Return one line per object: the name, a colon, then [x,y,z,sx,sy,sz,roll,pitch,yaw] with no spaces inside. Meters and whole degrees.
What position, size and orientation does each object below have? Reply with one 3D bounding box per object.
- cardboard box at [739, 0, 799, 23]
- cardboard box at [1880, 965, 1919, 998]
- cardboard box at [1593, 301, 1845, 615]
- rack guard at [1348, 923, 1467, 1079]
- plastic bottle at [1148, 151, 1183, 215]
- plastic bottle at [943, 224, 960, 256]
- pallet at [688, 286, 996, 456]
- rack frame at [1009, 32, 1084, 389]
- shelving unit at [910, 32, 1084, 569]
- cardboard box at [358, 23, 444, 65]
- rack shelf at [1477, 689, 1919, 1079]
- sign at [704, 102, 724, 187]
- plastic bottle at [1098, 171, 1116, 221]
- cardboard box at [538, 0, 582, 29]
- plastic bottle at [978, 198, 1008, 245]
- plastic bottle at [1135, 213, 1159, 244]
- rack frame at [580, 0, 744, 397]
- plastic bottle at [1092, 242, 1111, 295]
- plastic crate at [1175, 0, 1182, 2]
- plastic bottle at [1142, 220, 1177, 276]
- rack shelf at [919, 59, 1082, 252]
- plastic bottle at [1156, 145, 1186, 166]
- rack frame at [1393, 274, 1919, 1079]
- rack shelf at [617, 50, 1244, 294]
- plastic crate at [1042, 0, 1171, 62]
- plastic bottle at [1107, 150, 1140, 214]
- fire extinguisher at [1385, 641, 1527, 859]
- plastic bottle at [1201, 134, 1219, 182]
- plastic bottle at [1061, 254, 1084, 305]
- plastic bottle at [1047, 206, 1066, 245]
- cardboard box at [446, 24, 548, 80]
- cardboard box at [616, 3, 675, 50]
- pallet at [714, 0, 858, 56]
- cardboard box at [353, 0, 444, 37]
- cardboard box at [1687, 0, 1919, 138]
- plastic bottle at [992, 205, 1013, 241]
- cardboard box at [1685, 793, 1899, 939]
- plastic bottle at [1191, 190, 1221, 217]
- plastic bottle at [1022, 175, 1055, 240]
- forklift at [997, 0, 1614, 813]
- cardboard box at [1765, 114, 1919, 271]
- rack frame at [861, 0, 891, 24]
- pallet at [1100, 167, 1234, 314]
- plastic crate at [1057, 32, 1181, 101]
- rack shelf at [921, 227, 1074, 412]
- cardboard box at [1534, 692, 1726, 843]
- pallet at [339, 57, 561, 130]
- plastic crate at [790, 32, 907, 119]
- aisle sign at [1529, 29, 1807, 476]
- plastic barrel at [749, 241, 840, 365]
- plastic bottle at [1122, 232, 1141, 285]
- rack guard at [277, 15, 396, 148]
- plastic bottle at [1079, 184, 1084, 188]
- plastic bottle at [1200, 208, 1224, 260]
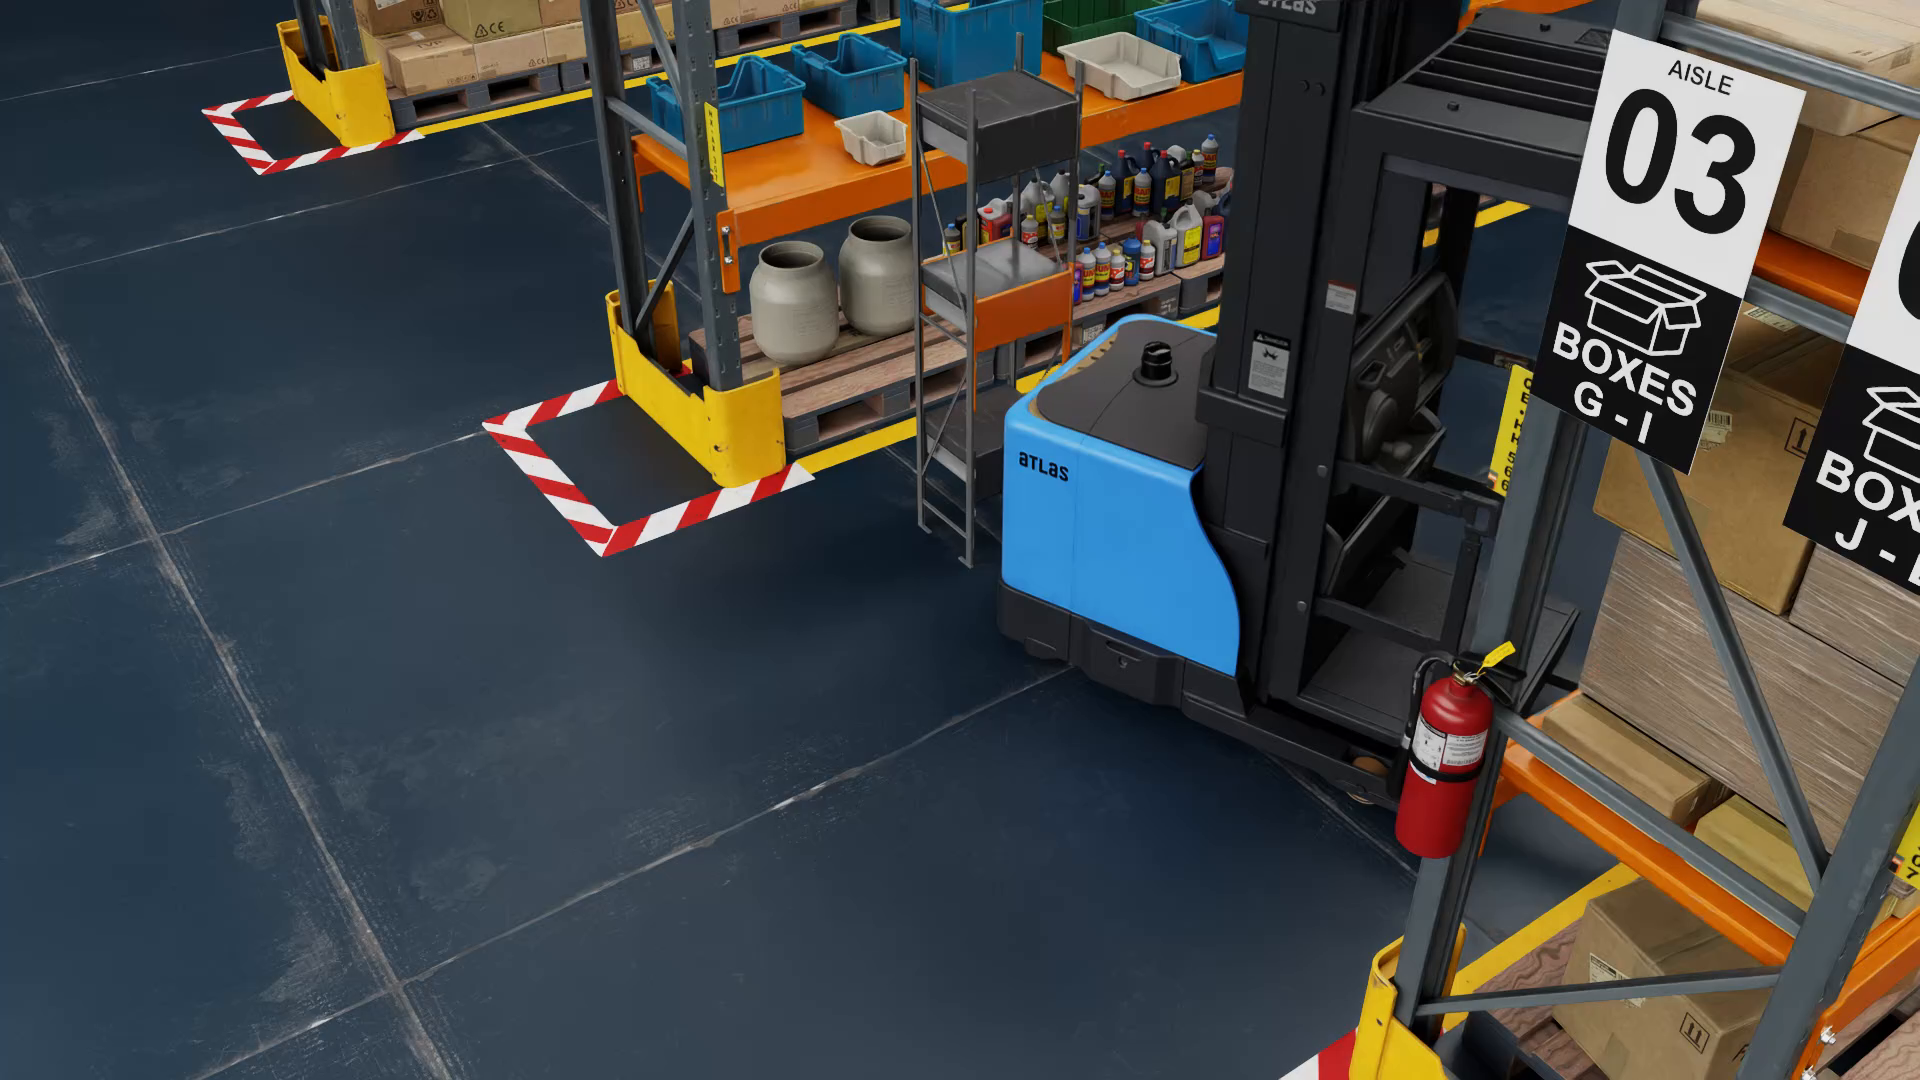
cardboard box: [-1.543,-4.069,12.334,0.500,0.250,0.500,-22,41,-28]
cardboard box: [2.548,1.061,4.987,0.500,0.500,0.500,-12,37,-16]
cardboard box: [1.866,-0.234,3.810,0.500,0.500,0.500,-22,41,-28]
rack guard: [1.621,1.625,4.562,0.348,0.500,1.175,-22,41,-28]
plastic bottle: [1.159,-2.034,9.401,0.185,0.351,0.144,-22,41,-28]
plastic bottle: [-0.046,-1.597,8.922,0.097,0.201,0.097,0,36,0]
pallet: [-0.592,-0.915,8.341,1.213,0.211,1.003,-22,41,-28]
rack frame: [0.335,-0.990,6.828,0.015,2.100,0.400,-22,41,-28]
shelving unit: [0.135,-0.908,6.714,0.503,2.100,0.431,-22,41,-28]
cardboard box: [-3.877,-3.469,11.499,0.500,0.250,0.500,-22,41,-28]
rack shelf: [3.194,0.255,4.942,4.000,0.370,1.077,-22,41,-28]
sign: [-0.981,-1.576,6.636,0.005,0.325,0.100,-22,41,-28]
plastic bottle: [0.823,-1.940,9.338,0.097,0.271,0.097,0,36,0]
cardboard box: [-2.769,-3.869,11.414,0.500,0.500,0.500,-22,41,-28]
plastic bottle: [0.176,-1.699,9.000,0.135,0.276,0.152,-22,41,-28]
plastic bottle: [0.997,-1.620,8.883,0.133,0.283,0.061,-22,41,-28]
rack frame: [-1.294,-1.728,7.083,0.127,3.000,1.000,-22,41,-28]
plastic bottle: [0.729,-1.409,8.600,0.097,0.271,0.097,0,36,0]
plastic crate: [1.474,-2.933,8.812,0.504,0.338,0.767,-22,41,-28]
plastic bottle: [1.059,-1.566,8.814,0.135,0.276,0.152,-22,41,-27]
rack shelf: [0.135,-1.465,6.314,0.480,0.518,0.431,-22,41,-28]
plastic bottle: [1.214,-2.126,9.593,0.135,0.276,0.152,-21,41,-26]
rack frame: [1.559,0.636,3.797,0.127,3.000,1.000,-22,41,-28]
rack shelf: [0.340,-2.109,8.229,4.000,0.370,1.077,-22,41,-28]
plastic crate: [0.703,-2.665,8.568,0.662,0.188,0.450,-22,41,-28]
plastic bottle: [0.922,-2.040,9.409,0.185,0.351,0.144,-24,42,-30]
fire extinguisher: [1.200,0.486,4.072,0.183,0.674,0.296,-22,41,-28]
plastic bottle: [1.462,-2.246,9.764,0.097,0.271,0.097,0,36,0]
plastic bottle: [0.563,-1.332,8.483,0.133,0.283,0.061,-22,41,-27]
plastic bottle: [0.528,-1.730,9.107,0.097,0.201,0.097,0,36,0]
cardboard box: [-3.172,-3.392,11.392,0.500,0.250,0.500,-22,41,-28]
cardboard box: [-2.351,-3.725,11.856,0.500,0.250,0.500,-22,41,-28]
pallet: [-1.549,-4.059,12.713,1.213,0.211,1.003,-22,41,-28]
cardboard box: [-3.878,-3.774,11.282,0.500,0.500,0.500,-22,41,-28]
cardboard box: [1.606,-0.925,3.185,0.250,0.149,0.380,-22,41,-28]
plastic bottle: [0.238,-1.652,8.927,0.133,0.283,0.061,-22,41,-28]
cardboard box: [1.929,0.756,3.845,0.250,0.149,0.380,-22,41,-28]
plastic bottle: [1.352,-1.790,9.125,0.135,0.276,0.152,-22,41,-28]
plastic bottle: [0.423,-1.834,9.123,0.185,0.351,0.144,-21,41,-26]
forklift: [1.656,-0.540,5.491,3.031,2.935,1.130,21,41,27]
cardboard box: [1.807,-0.804,3.359,0.500,0.250,0.500,-21,41,-27]
rack frame: [-0.875,-5.439,12.243,0.127,3.000,1.000,-22,41,-28]
pallet: [1.402,-1.735,9.482,1.213,0.211,1.003,-22,41,-28]
plastic crate: [0.794,-2.299,8.104,0.437,0.136,0.530,-22,41,-28]
rack shelf: [0.135,-0.897,6.722,0.480,0.518,0.431,-22,41,-28]
cardboard box: [1.673,0.544,4.140,0.250,0.149,0.380,-22,41,-28]
pallet: [-3.544,-3.238,11.572,1.213,0.211,1.003,-22,41,-28]
plastic crate: [-0.523,-2.194,7.859,0.408,0.251,0.499,-22,41,-28]
aisle sign: [1.335,-0.542,3.208,0.004,0.787,0.394,-22,41,-28]
plastic barrel: [-0.800,-1.146,8.046,0.421,0.512,0.421,0,36,0]
plastic bottle: [0.895,-1.477,8.695,0.097,0.271,0.097,0,36,0]
rack guard: [-4.164,-3.070,11.091,0.348,0.500,1.175,-22,41,-28]
plastic bottle: [0.677,-1.895,9.335,0.097,0.201,0.097,0,36,0]
plastic bottle: [1.349,-1.656,8.933,0.133,0.283,0.061,-20,40,-25]
